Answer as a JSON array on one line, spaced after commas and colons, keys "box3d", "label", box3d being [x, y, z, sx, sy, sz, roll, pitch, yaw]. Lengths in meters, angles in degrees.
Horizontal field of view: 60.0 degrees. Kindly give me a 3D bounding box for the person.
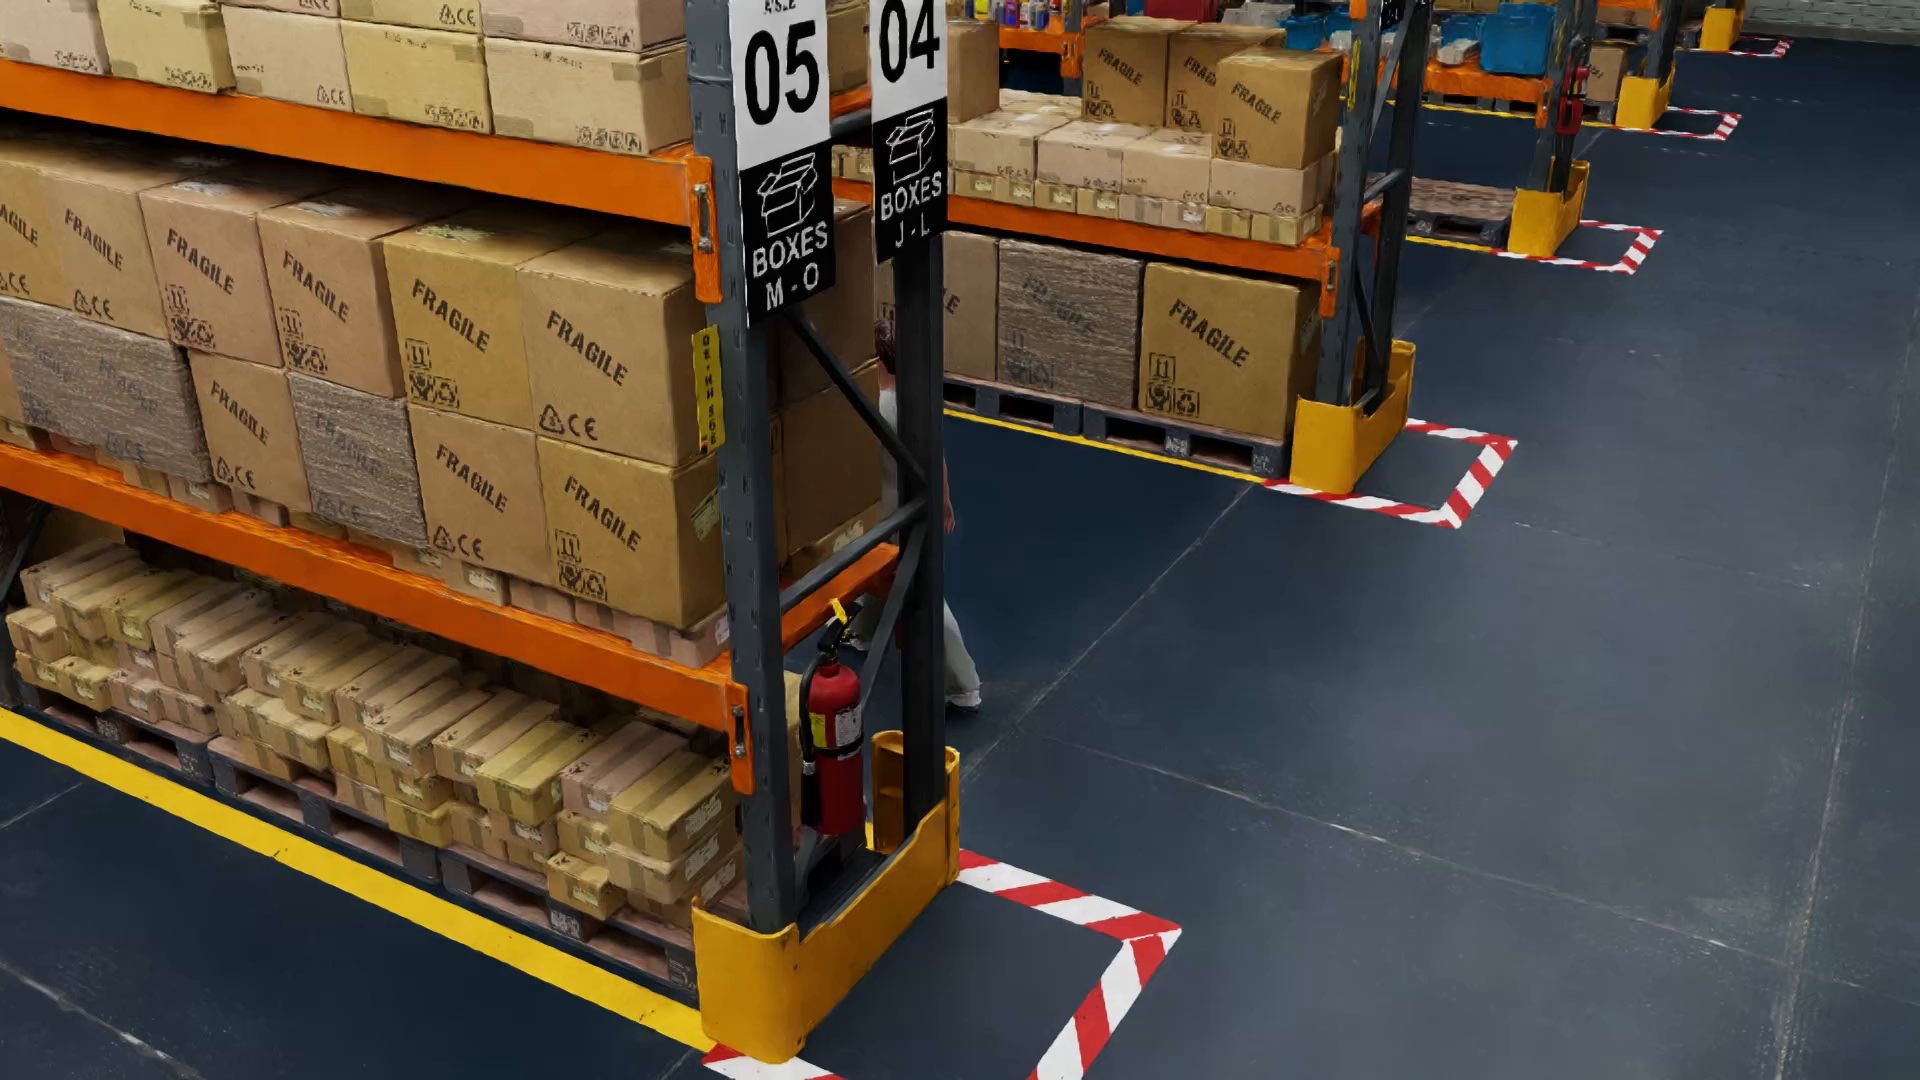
[{"box3d": [-0.307, -0.136, 6.892, 0.958, 1.610, 0.455, 17, 31, 30], "label": "person"}]
